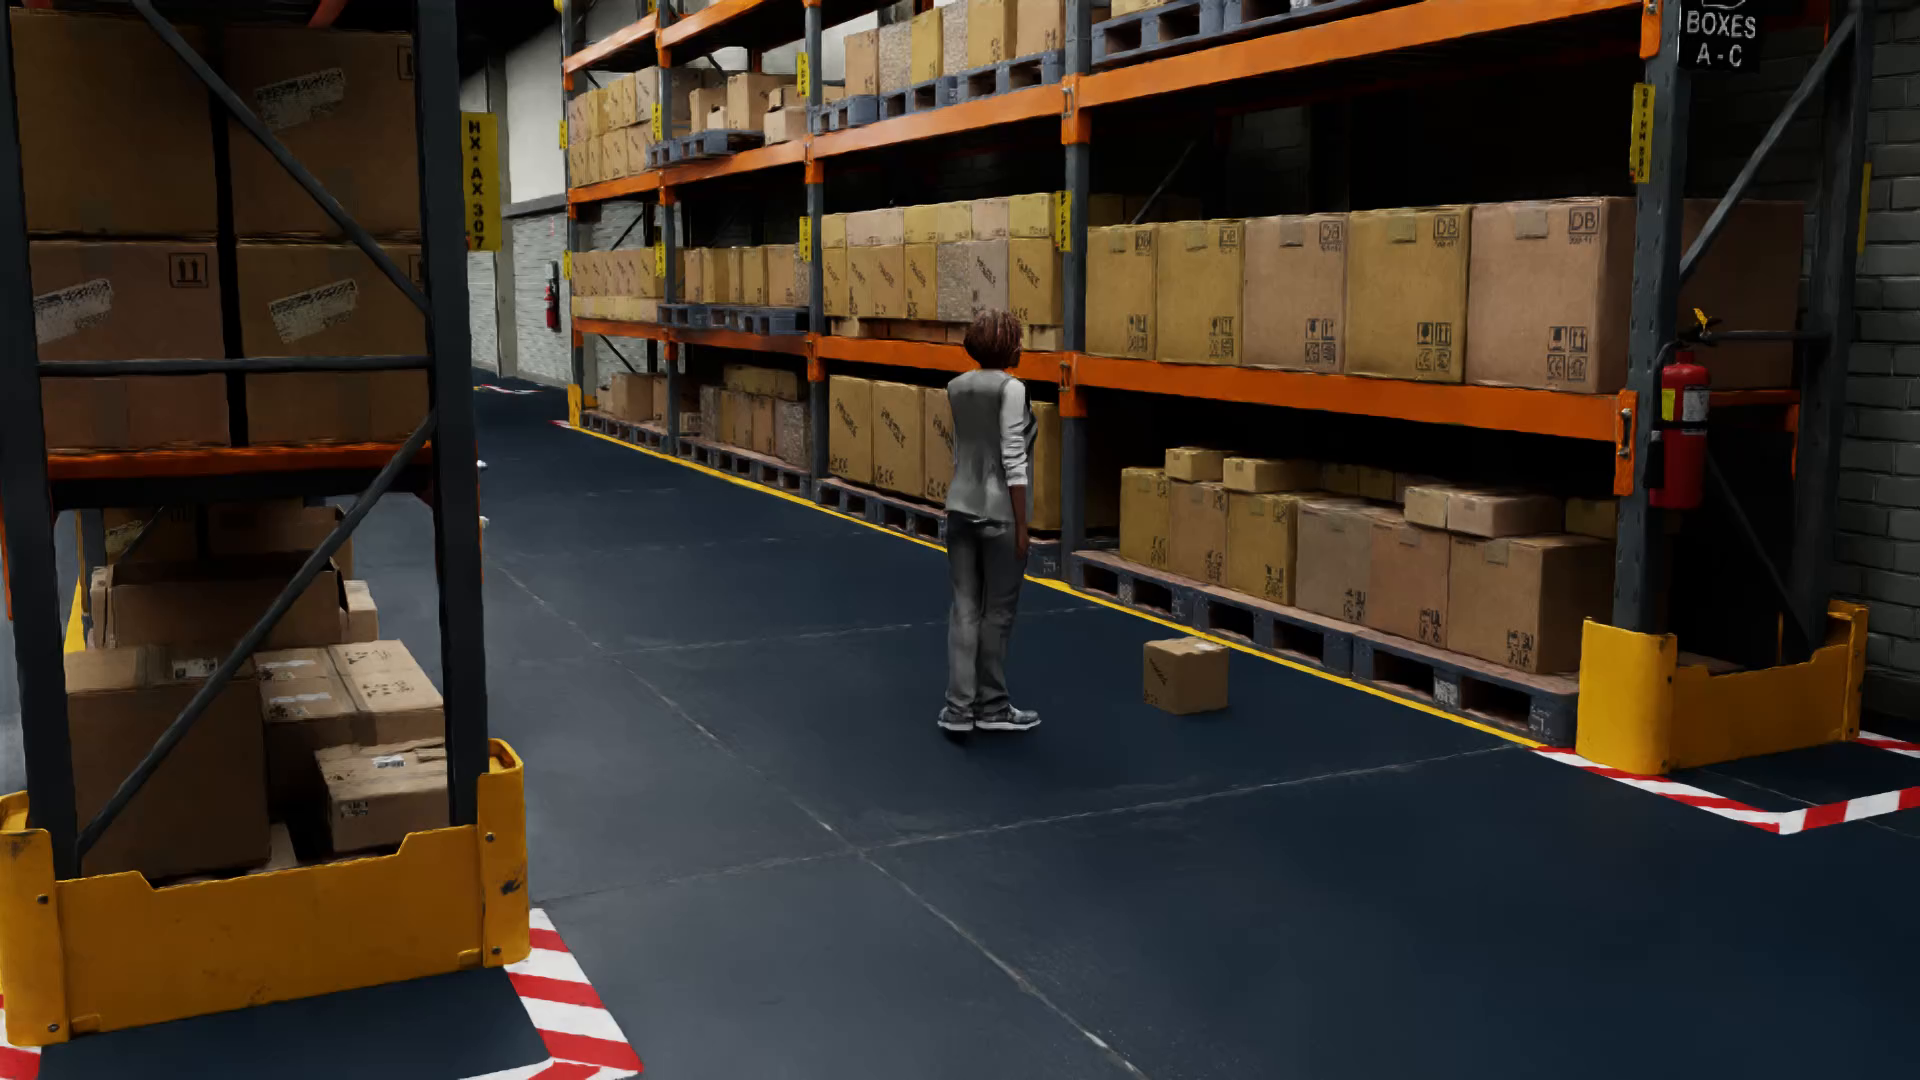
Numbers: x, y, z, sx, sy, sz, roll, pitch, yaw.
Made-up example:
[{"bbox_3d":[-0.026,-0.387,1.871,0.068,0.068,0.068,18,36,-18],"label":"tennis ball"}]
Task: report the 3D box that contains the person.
[{"bbox_3d":[0.083,-0.060,6.242,0.420,1.605,0.448,8,12,40],"label":"person"}]
